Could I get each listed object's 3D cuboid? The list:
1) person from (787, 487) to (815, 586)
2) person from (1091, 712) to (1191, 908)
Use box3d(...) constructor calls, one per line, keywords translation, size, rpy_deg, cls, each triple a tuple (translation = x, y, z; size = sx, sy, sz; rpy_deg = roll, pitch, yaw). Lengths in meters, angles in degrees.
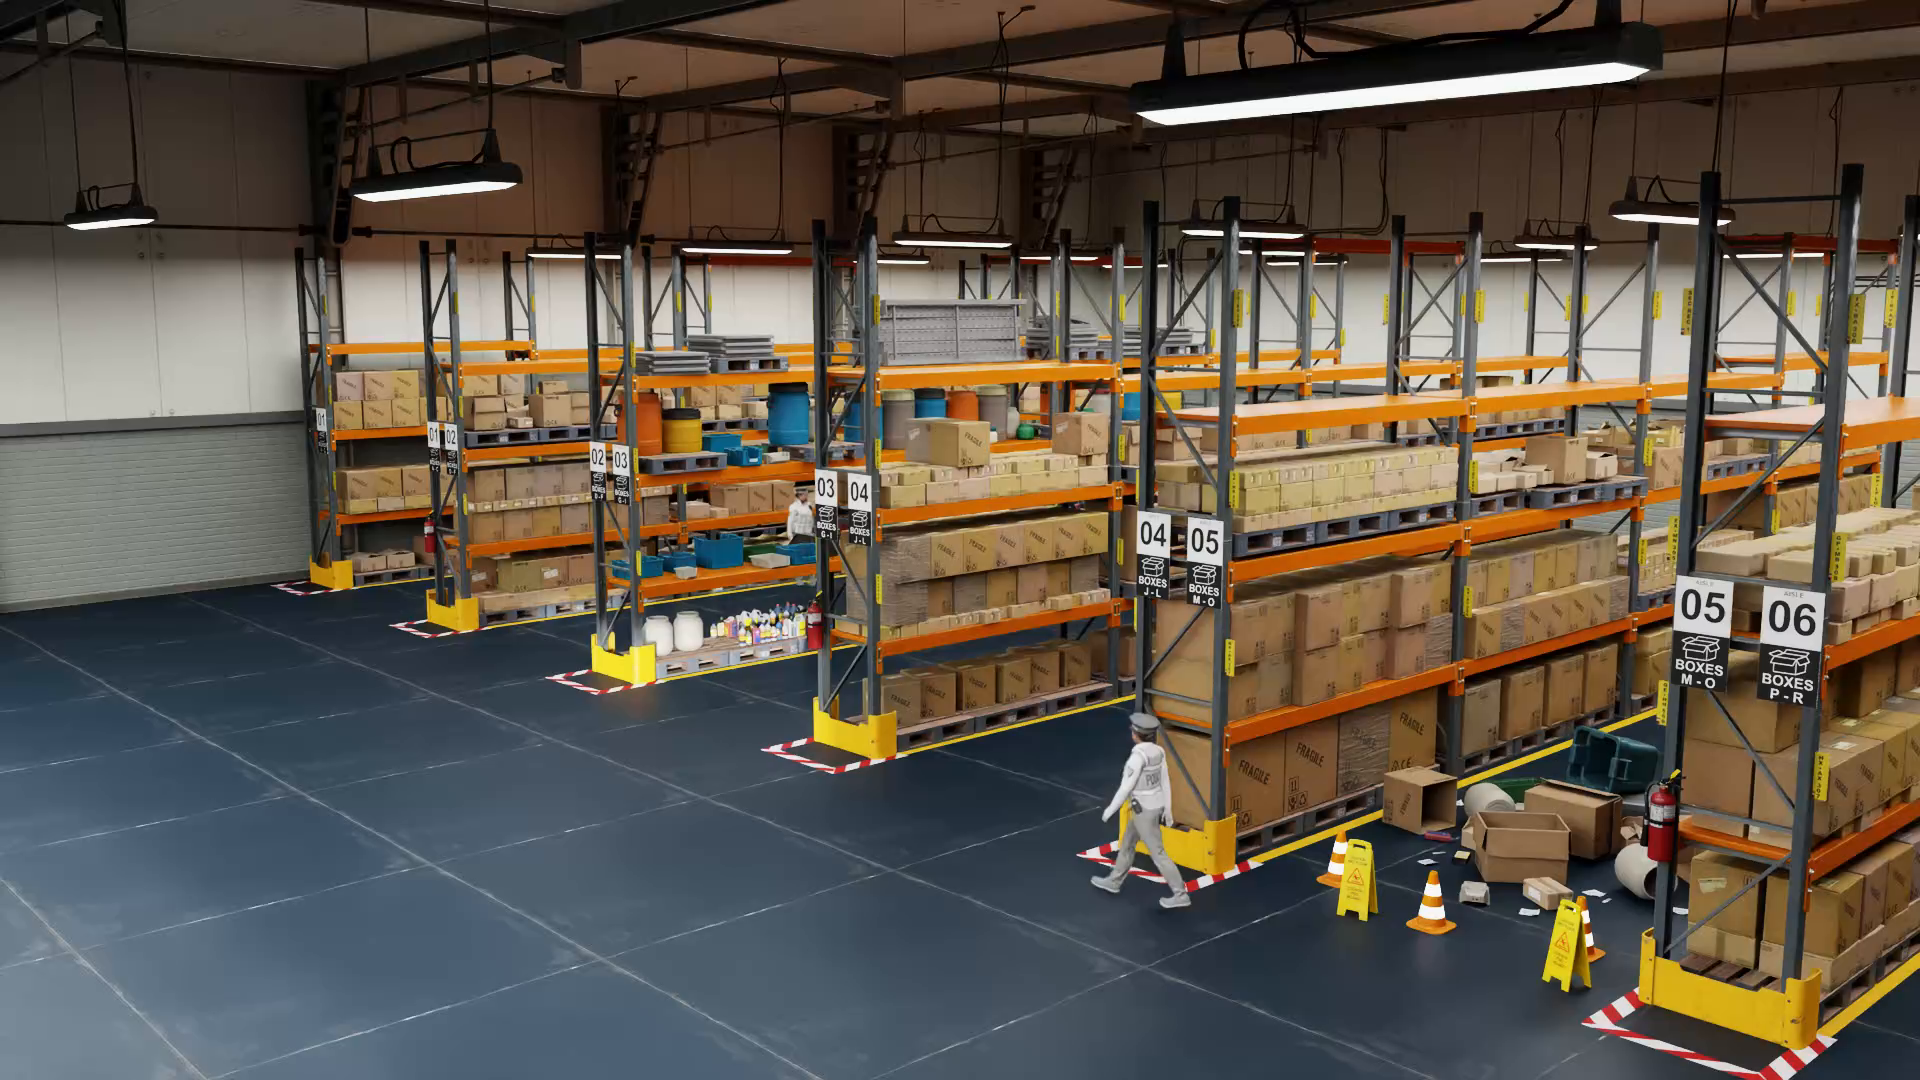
box3d(translation=(-2.684, -0.055, 28.176), size=(0.522, 1.712, 0.379), rpy_deg=(-3, 9, -18), cls="person")
box3d(translation=(1.526, 2.282, 14.133), size=(0.972, 1.627, 0.465), rpy_deg=(4, 9, 24), cls="person")
